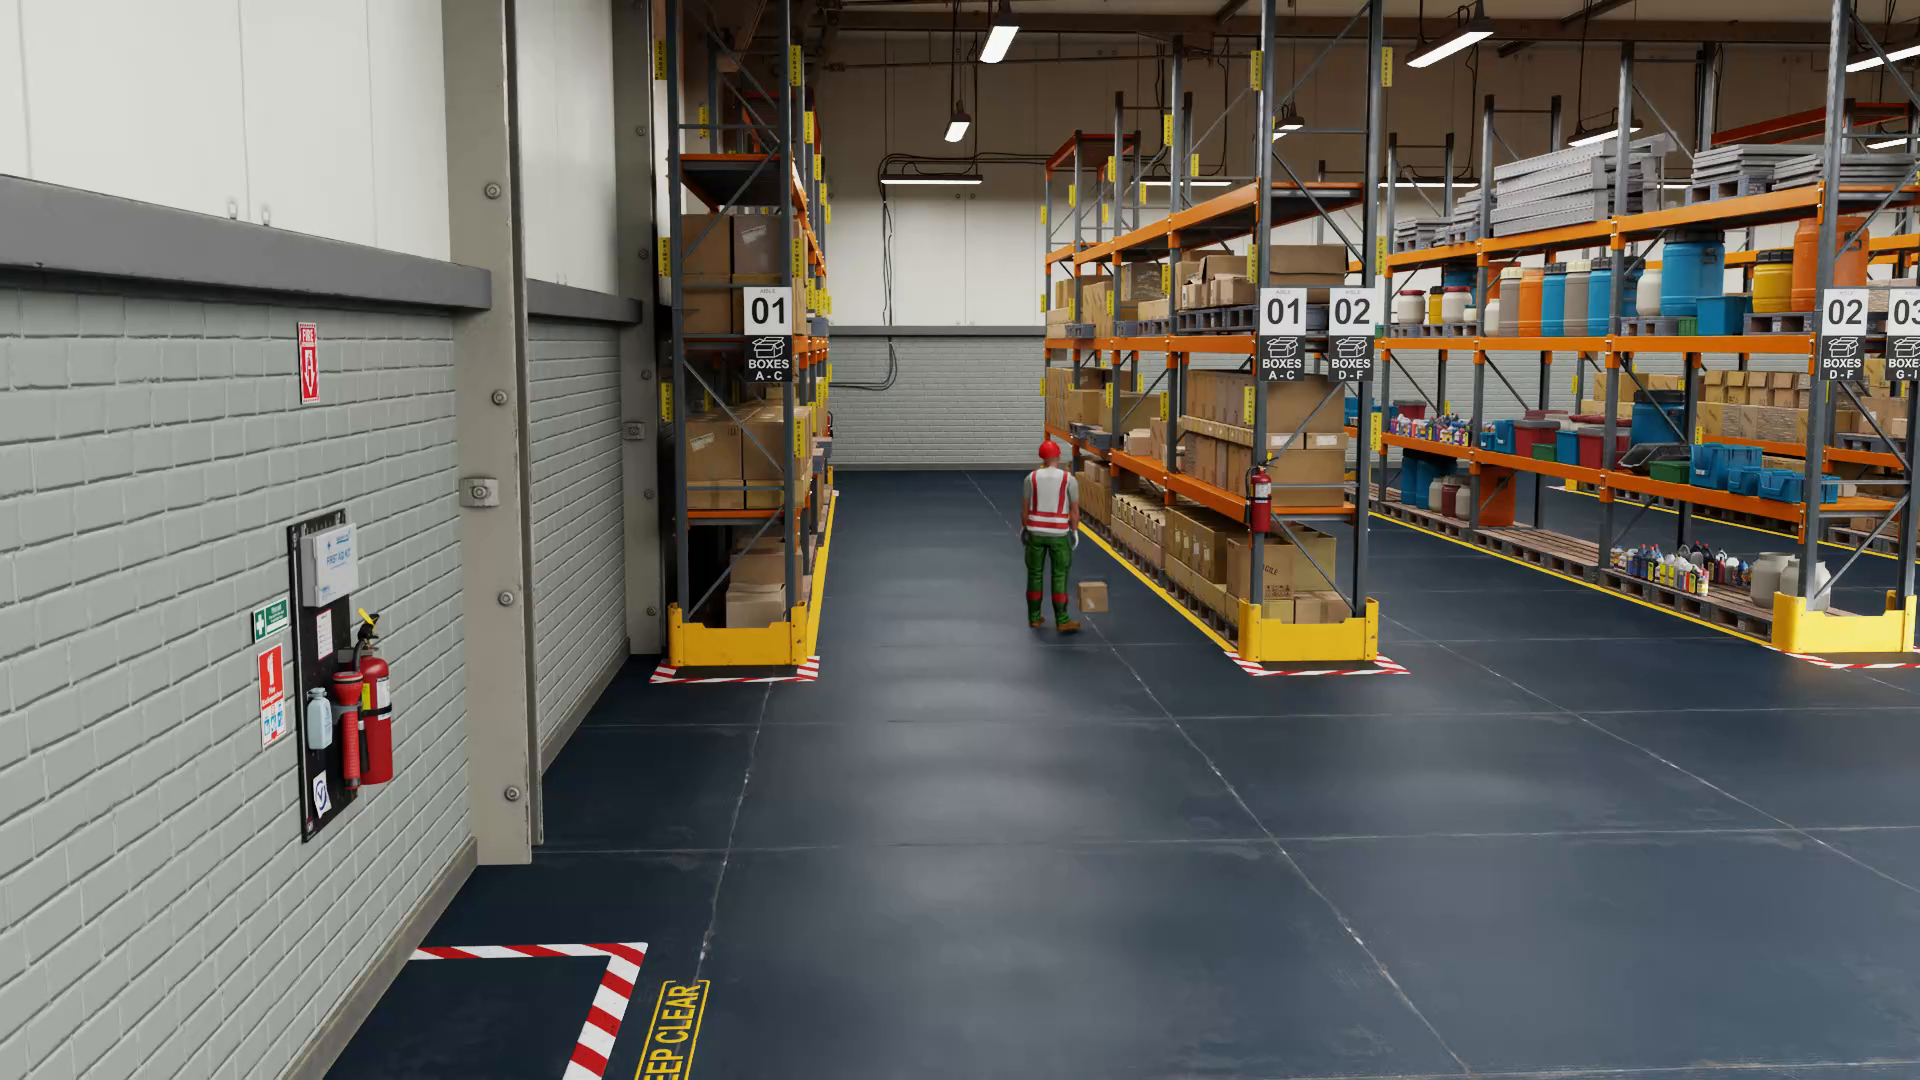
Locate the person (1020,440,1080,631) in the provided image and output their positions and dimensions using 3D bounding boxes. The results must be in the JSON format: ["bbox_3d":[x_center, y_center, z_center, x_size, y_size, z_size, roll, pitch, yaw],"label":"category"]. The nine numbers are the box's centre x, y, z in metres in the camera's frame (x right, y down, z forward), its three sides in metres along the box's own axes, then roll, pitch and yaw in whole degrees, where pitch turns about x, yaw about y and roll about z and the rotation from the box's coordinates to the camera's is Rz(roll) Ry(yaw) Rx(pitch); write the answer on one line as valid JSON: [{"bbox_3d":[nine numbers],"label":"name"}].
[{"bbox_3d":[0.854,-0.055,15.840,0.597,1.796,0.434,2,7,13],"label":"person"}]
